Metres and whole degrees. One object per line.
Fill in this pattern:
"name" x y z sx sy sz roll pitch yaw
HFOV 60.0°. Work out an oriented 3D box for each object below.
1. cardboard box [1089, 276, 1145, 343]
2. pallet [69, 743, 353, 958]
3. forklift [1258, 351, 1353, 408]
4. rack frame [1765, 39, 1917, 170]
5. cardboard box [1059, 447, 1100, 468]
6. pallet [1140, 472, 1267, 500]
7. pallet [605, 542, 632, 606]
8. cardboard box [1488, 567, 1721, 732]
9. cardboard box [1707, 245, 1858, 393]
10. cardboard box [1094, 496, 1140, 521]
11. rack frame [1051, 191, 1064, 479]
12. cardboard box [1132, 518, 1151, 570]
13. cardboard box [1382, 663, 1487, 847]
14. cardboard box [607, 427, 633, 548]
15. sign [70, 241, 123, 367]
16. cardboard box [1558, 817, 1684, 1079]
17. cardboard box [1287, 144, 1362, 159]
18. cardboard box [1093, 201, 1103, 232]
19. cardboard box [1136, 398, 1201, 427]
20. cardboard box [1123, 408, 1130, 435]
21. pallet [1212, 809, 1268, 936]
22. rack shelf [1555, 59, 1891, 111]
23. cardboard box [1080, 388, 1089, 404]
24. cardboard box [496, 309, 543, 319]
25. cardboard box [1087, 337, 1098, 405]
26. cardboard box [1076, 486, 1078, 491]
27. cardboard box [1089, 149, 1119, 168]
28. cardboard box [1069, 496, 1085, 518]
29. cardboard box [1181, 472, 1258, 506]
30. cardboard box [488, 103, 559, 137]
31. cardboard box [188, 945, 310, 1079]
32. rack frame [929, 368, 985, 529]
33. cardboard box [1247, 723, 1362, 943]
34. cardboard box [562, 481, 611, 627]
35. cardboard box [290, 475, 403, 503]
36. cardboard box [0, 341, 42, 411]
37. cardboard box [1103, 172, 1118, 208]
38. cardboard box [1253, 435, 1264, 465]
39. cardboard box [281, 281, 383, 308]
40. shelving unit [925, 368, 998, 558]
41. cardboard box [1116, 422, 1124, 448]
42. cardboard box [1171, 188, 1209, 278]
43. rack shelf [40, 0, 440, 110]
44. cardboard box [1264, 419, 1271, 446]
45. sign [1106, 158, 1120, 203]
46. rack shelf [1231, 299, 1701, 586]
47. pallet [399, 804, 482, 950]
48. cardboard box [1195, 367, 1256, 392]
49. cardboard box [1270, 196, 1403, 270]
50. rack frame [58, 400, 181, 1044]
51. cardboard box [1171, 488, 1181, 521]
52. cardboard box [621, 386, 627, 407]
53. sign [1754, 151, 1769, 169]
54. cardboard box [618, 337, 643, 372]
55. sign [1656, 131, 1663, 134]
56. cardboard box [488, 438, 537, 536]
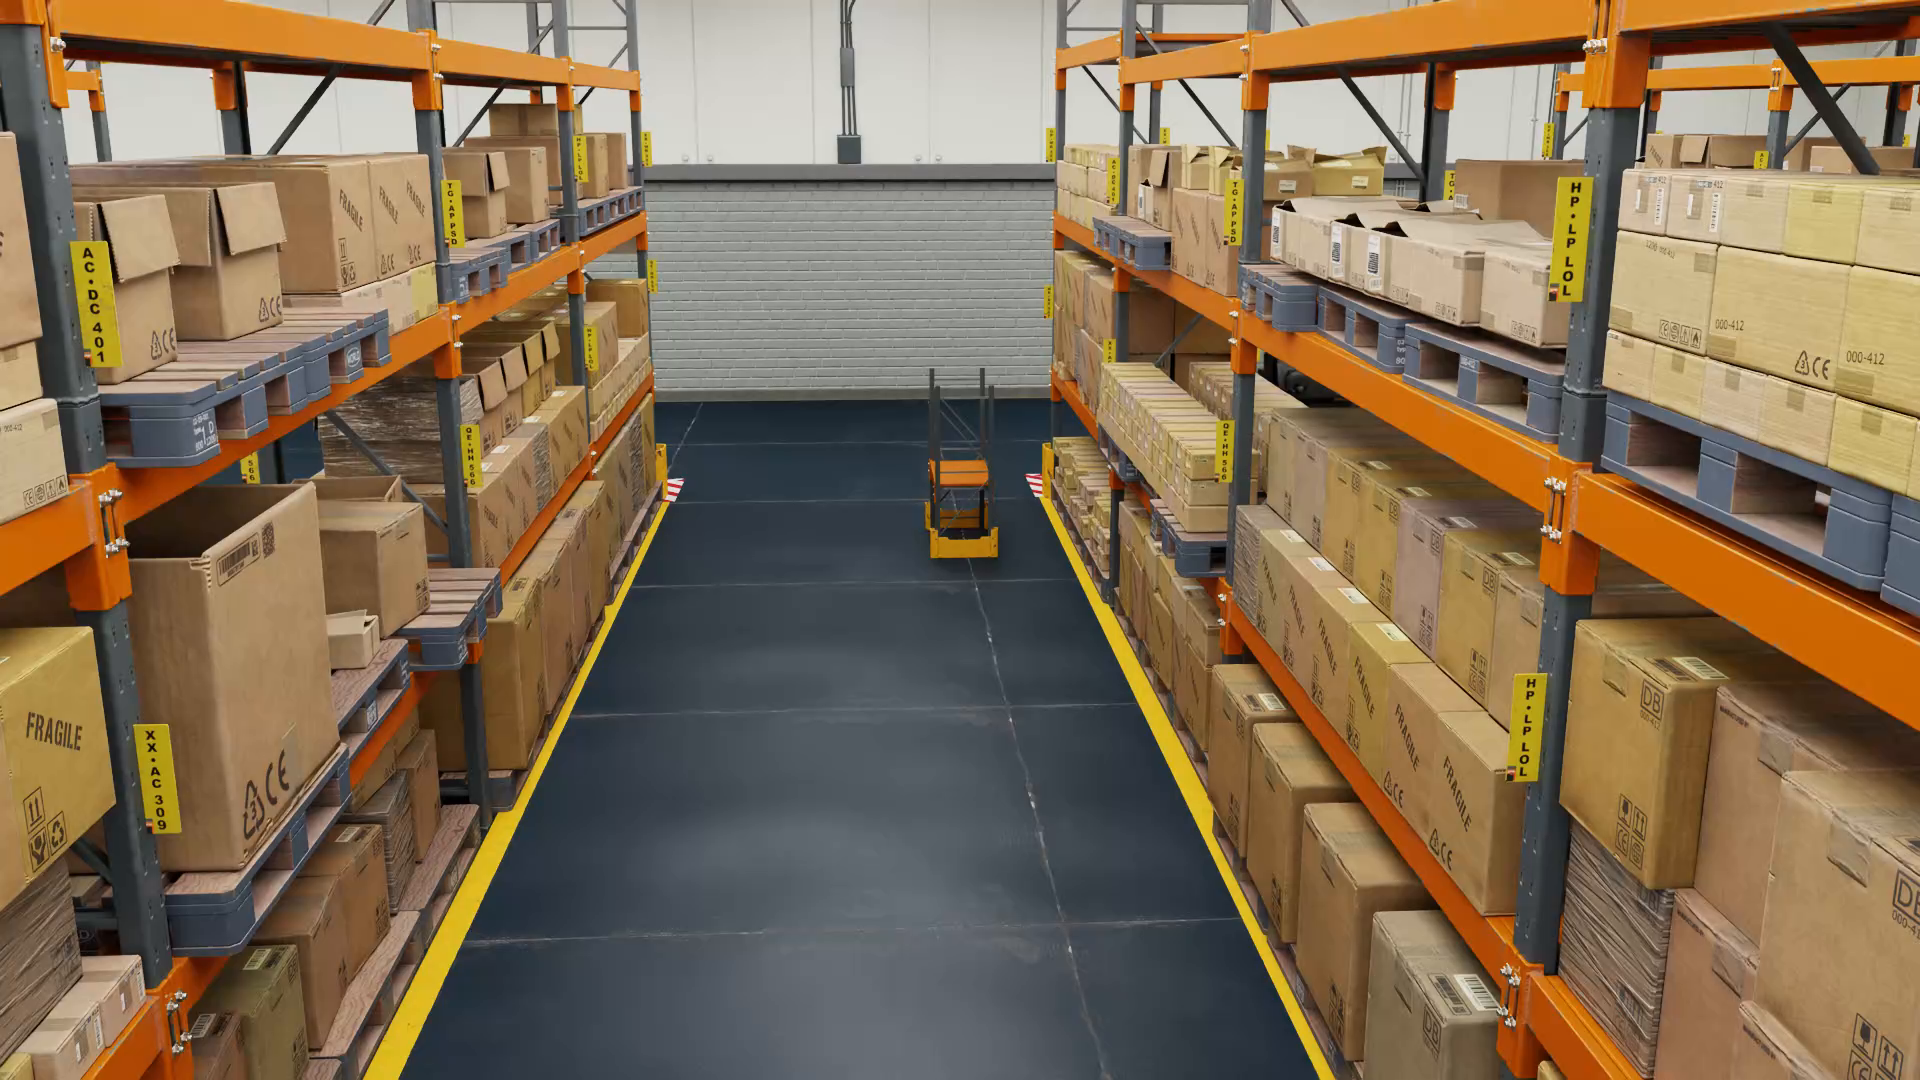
"cardboard box" 1.331 -1.858 13.425 0.500 0.500 0.500 -1 14 -5
"pallet" -2.696 1.001 5.501 1.003 0.211 1.213 -1 14 -3
"forklift" 3.388 -1.525 15.072 1.130 2.935 3.031 -2 15 -9
"rack frame" 6.602 -3.947 12.309 1.000 3.000 0.127 -1 14 -3
"cardboard box" 1.138 -0.779 15.720 0.380 0.149 0.250 -1 14 -4
"pallet" 1.752 -0.345 10.730 1.003 0.211 1.213 -1 14 -3
"pallet" -3.258 0.271 13.549 1.003 0.211 1.213 -1 14 -3
"cardboard box" 2.126 0.393 5.272 0.700 0.500 0.500 -1 14 -4
"cardboard box" 1.947 -0.475 3.495 0.500 0.250 0.500 -1 14 -4
"cardboard box" 1.308 -0.261 13.704 0.380 0.149 0.250 -1 14 -4
"rack frame" 1.420 -1.935 16.528 1.000 3.000 0.127 -1 14 -3
"cardboard box" 1.485 0.024 11.583 0.500 0.250 0.500 0 14 -2
"cardboard box" 1.833 0.749 5.893 0.500 0.500 0.500 -1 14 -4
"cardboard box" -3.306 -0.453 14.187 0.875 0.875 0.875 -1 14 -3
"sign" -2.253 -0.613 4.331 0.100 0.325 0.005 -1 14 -3
"cardboard box" 2.198 1.068 4.555 0.875 0.550 0.550 -1 14 -3
"cardboard box" 2.078 -2.113 9.464 0.396 0.266 0.258 -1 14 -3
"cardboard box" 1.348 -2.563 13.248 0.500 0.250 0.500 -1 14 -4
"cardboard box" 1.334 -0.817 10.648 0.380 0.149 0.250 0 14 -2
"cardboard box" 1.303 -0.801 11.184 0.380 0.149 0.250 0 14 -1
"pallet" 1.889 1.602 8.377 1.003 0.211 1.213 -1 14 -3
"rack shelf" 6.478 -3.903 14.382 1.077 0.370 4.000 -1 14 -3
"cardboard box" 1.247 -1.274 14.462 0.380 0.149 0.250 -1 14 -2
"cardboard box" -3.612 -1.559 13.263 0.500 0.500 0.500 -1 14 -3
"cardboard box" 1.324 -1.378 13.565 0.500 0.500 0.500 -1 14 -5
"cardboard box" 1.279 -0.509 15.268 0.380 0.149 0.250 -2 15 -6
"cardboard box" 1.269 -3.151 13.730 0.380 0.149 0.250 -1 14 -4
"cardboard box" 1.199 -0.307 15.077 0.380 0.149 0.250 -2 15 -6
"cardboard box" 1.430 -0.287 9.188 0.380 0.149 0.250 -1 14 -2
"cardboard box" -3.341 -3.239 12.827 0.500 0.250 0.500 -2 15 -7
"cardboard box" -2.821 1.826 6.043 0.700 0.500 0.500 -1 14 -4
"rack frame" -0.026 -0.832 15.248 0.500 1.500 0.032 -1 14 -3
"cardboard box" 1.921 1.311 7.585 1.050 0.750 0.750 -1 14 -3
"cardboard box" -3.230 0.095 12.057 1.225 0.875 0.875 -1 14 -3
"cardboard box" -2.968 -0.012 8.011 0.500 0.500 0.500 -3 15 -10
"cardboard box" -2.485 -0.396 4.028 0.380 0.149 0.250 0 14 -2
"cardboard box" 1.385 -2.674 12.676 0.500 0.250 0.500 -2 15 -6
"cardboard box" 2.016 -0.553 10.221 0.380 0.149 0.250 -1 14 -3
"cardboard box" -2.695 -0.912 6.832 0.500 0.250 0.500 0 14 -2
"shelving unit" 0.005 -0.707 14.766 0.587 1.500 1.083 -1 14 -3
"cardboard box" 1.282 -0.724 11.480 0.380 0.149 0.250 -1 14 -3
"cardboard box" 1.555 -1.833 9.912 0.500 0.500 0.500 -1 14 -3
"rack shelf" -2.918 -1.760 6.054 1.077 0.370 4.000 -1 14 -3
"cardboard box" 2.034 -0.627 9.912 0.380 0.149 0.250 -1 15 -6
"sign" 1.126 -2.633 12.184 0.100 0.325 0.005 -1 14 -3
"rack shelf" 2.039 -0.553 6.578 1.077 0.370 4.000 -1 14 -3
"pallet" -2.995 1.651 8.188 1.003 0.211 1.213 -1 14 -3
"cardboard box" 1.905 -1.147 11.931 0.380 0.149 0.250 -1 14 -5
"cardboard box" 1.740 -1.424 7.655 0.500 0.311 0.500 -1 14 -3
"rack frame" -2.794 1.101 4.729 1.000 3.000 0.127 -1 14 -3
"cardboard box" 1.412 -0.205 9.464 0.380 0.149 0.250 -1 14 -4
"cardboard box" -3.074 -1.234 14.306 0.380 0.149 0.250 -1 14 -5
"sign" 6.048 -2.775 12.574 0.100 0.325 0.005 -1 14 -3
"cardboard box" -3.211 -1.713 15.367 0.500 0.250 0.500 -1 14 -4
"sign" 6.896 -3.885 16.468 0.100 0.325 0.005 -1 14 -3
"cardboard box" -2.870 -0.323 10.063 0.500 0.500 0.500 -1 14 -4
